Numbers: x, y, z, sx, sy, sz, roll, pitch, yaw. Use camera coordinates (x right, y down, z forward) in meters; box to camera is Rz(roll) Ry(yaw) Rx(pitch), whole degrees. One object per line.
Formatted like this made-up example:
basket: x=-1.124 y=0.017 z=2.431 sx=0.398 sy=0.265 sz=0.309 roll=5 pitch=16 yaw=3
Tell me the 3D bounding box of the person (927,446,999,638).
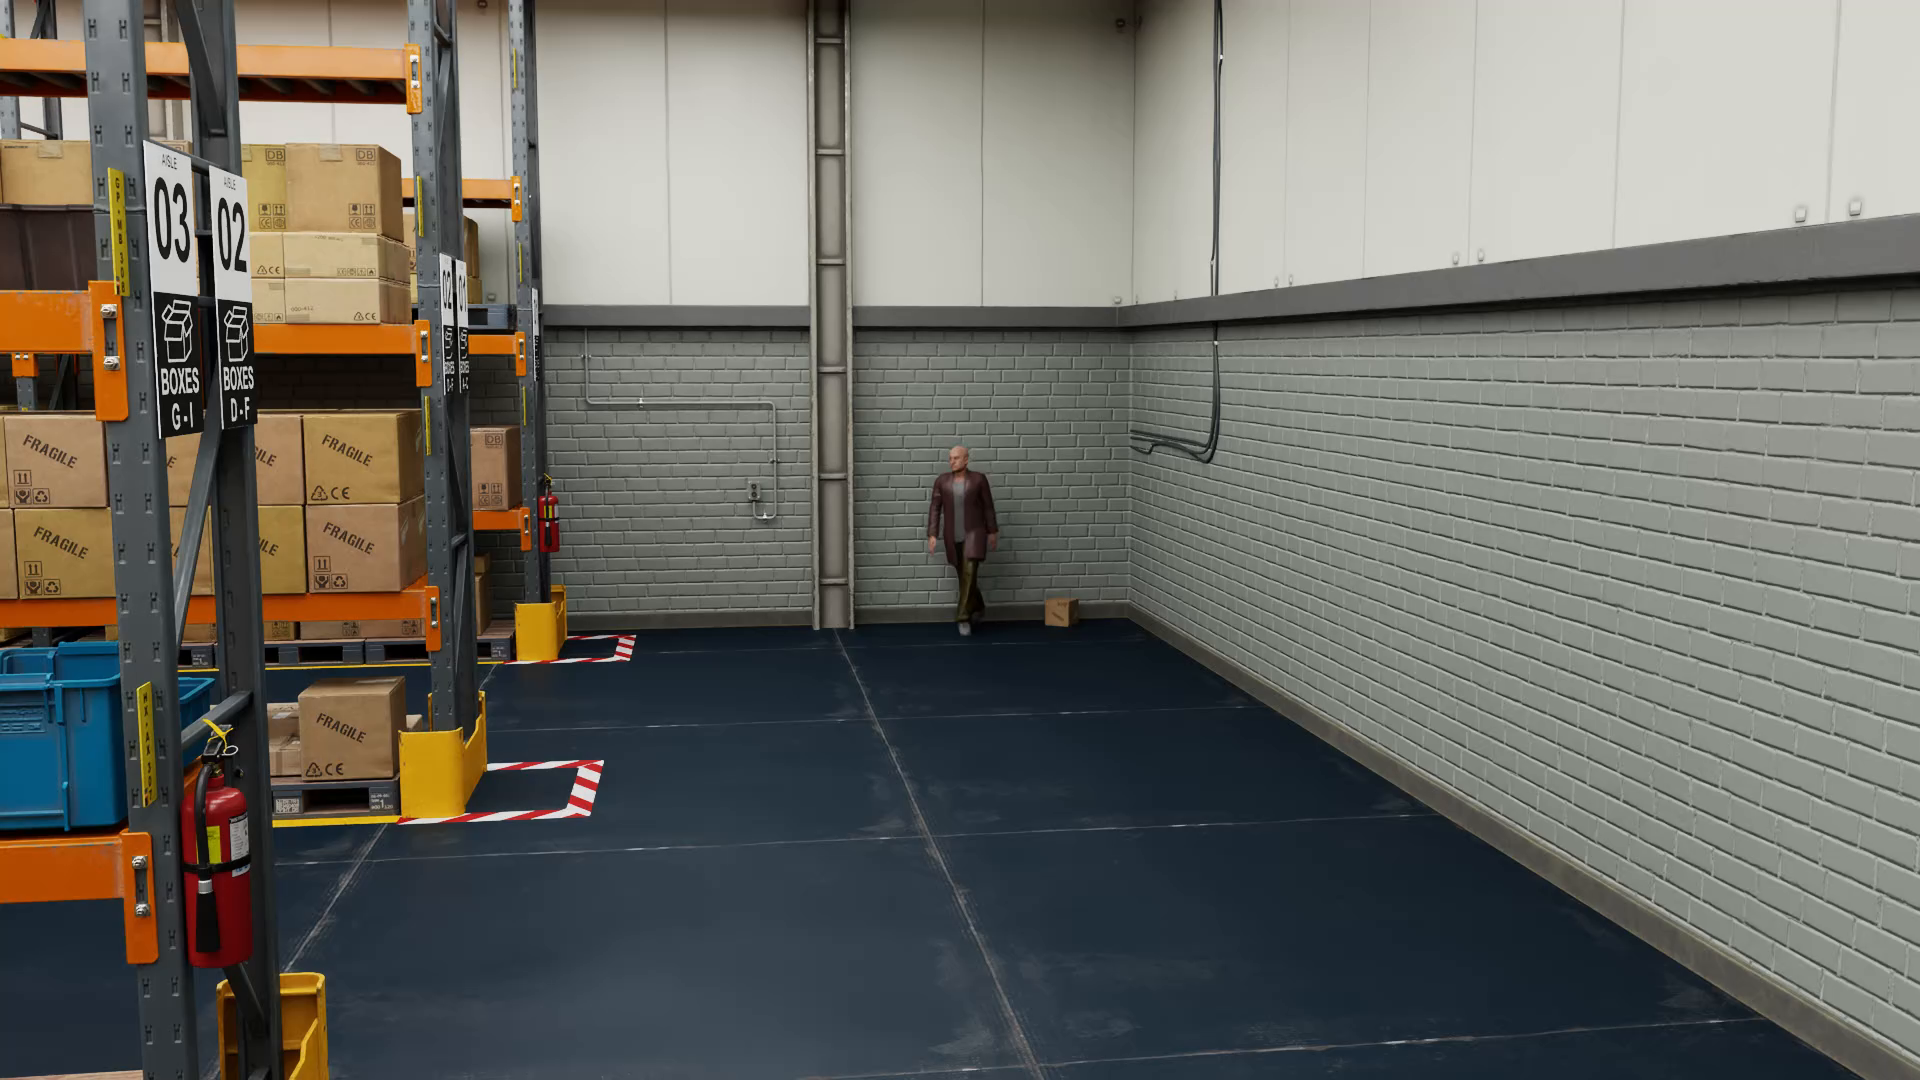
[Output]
person: x=0.018 y=-0.019 z=15.912 sx=0.617 sy=1.773 sz=0.920 roll=3 pitch=7 yaw=23
